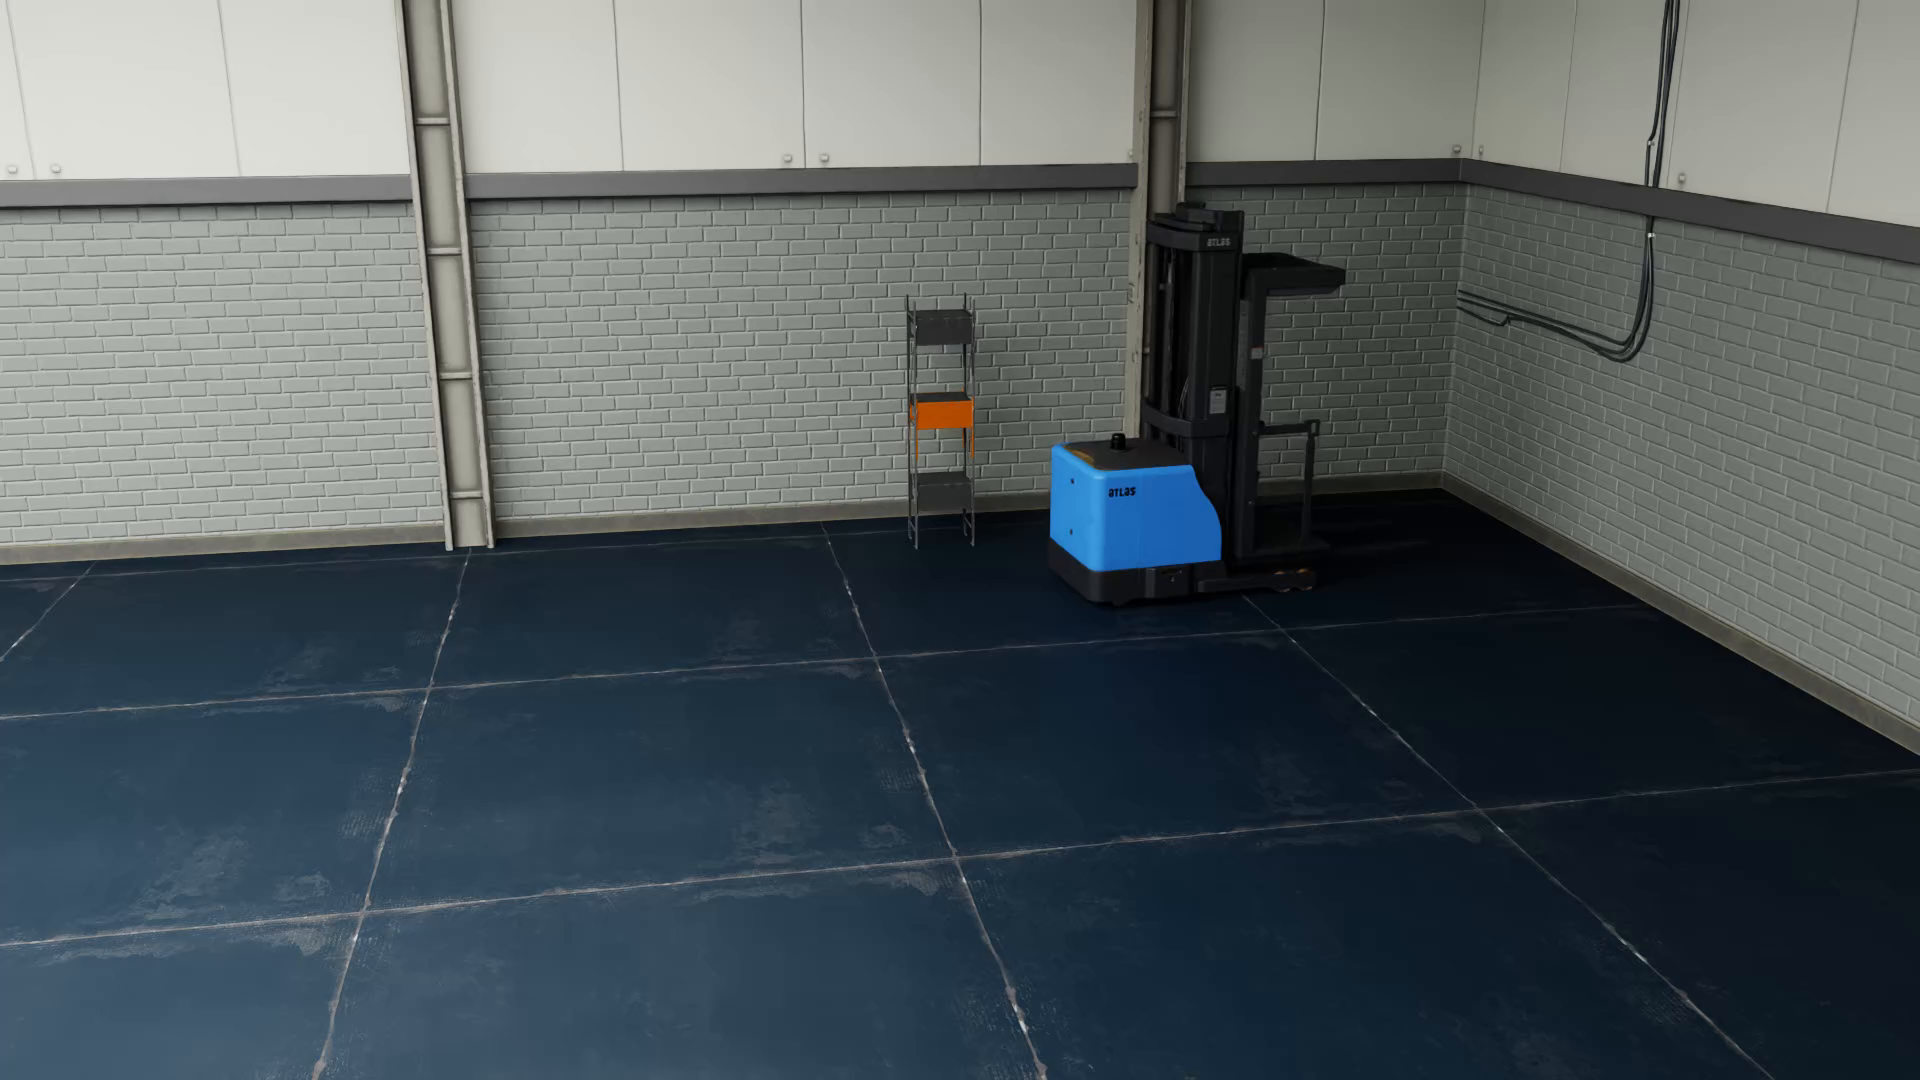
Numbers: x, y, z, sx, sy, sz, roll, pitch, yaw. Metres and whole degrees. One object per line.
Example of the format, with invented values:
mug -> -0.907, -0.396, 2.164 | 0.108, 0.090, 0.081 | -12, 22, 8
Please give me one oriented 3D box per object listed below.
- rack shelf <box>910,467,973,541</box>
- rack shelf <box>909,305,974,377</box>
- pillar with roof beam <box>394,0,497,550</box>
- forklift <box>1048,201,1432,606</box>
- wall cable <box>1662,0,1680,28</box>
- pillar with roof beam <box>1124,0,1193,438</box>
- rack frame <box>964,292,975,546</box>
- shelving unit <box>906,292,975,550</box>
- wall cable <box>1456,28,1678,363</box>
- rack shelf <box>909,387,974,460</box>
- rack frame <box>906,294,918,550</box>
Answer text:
rack shelf -> -0.163, -0.312, 14.183 | 0.480, 0.518, 0.431 | -3, 17, -10
rack shelf -> -0.162, -1.651, 13.772 | 0.480, 0.518, 0.431 | -3, 17, -10
pillar with roof beam -> -3.353, -3.028, 8.845 | 0.400, 9.000, 9.100 | -3, 17, -10
forklift -> 2.286, -1.131, 13.003 | 3.031, 2.935, 1.130 | -5, 18, -16
wall cable -> 5.378, -4.536, 10.442 | 0.112, 2.526, 3.097 | -3, 17, -10
pillar with roof beam -> 2.538, -3.363, 9.933 | 0.400, 9.000, 9.100 | -3, 17, -10
rack frame -> 0.077, -1.008, 14.018 | 0.015, 2.100, 0.400 | -3, 17, -10
shelving unit -> -0.162, -0.995, 13.973 | 0.503, 2.100, 0.431 | -3, 17, -10
wall cable -> 4.864, -2.902, 13.722 | 0.112, 2.526, 3.097 | -3, 17, -10
rack shelf -> -0.162, -0.981, 13.977 | 0.480, 0.518, 0.431 | -3, 17, -10
rack frame -> -0.402, -0.981, 13.929 | 0.015, 2.100, 0.400 | -3, 17, -10
